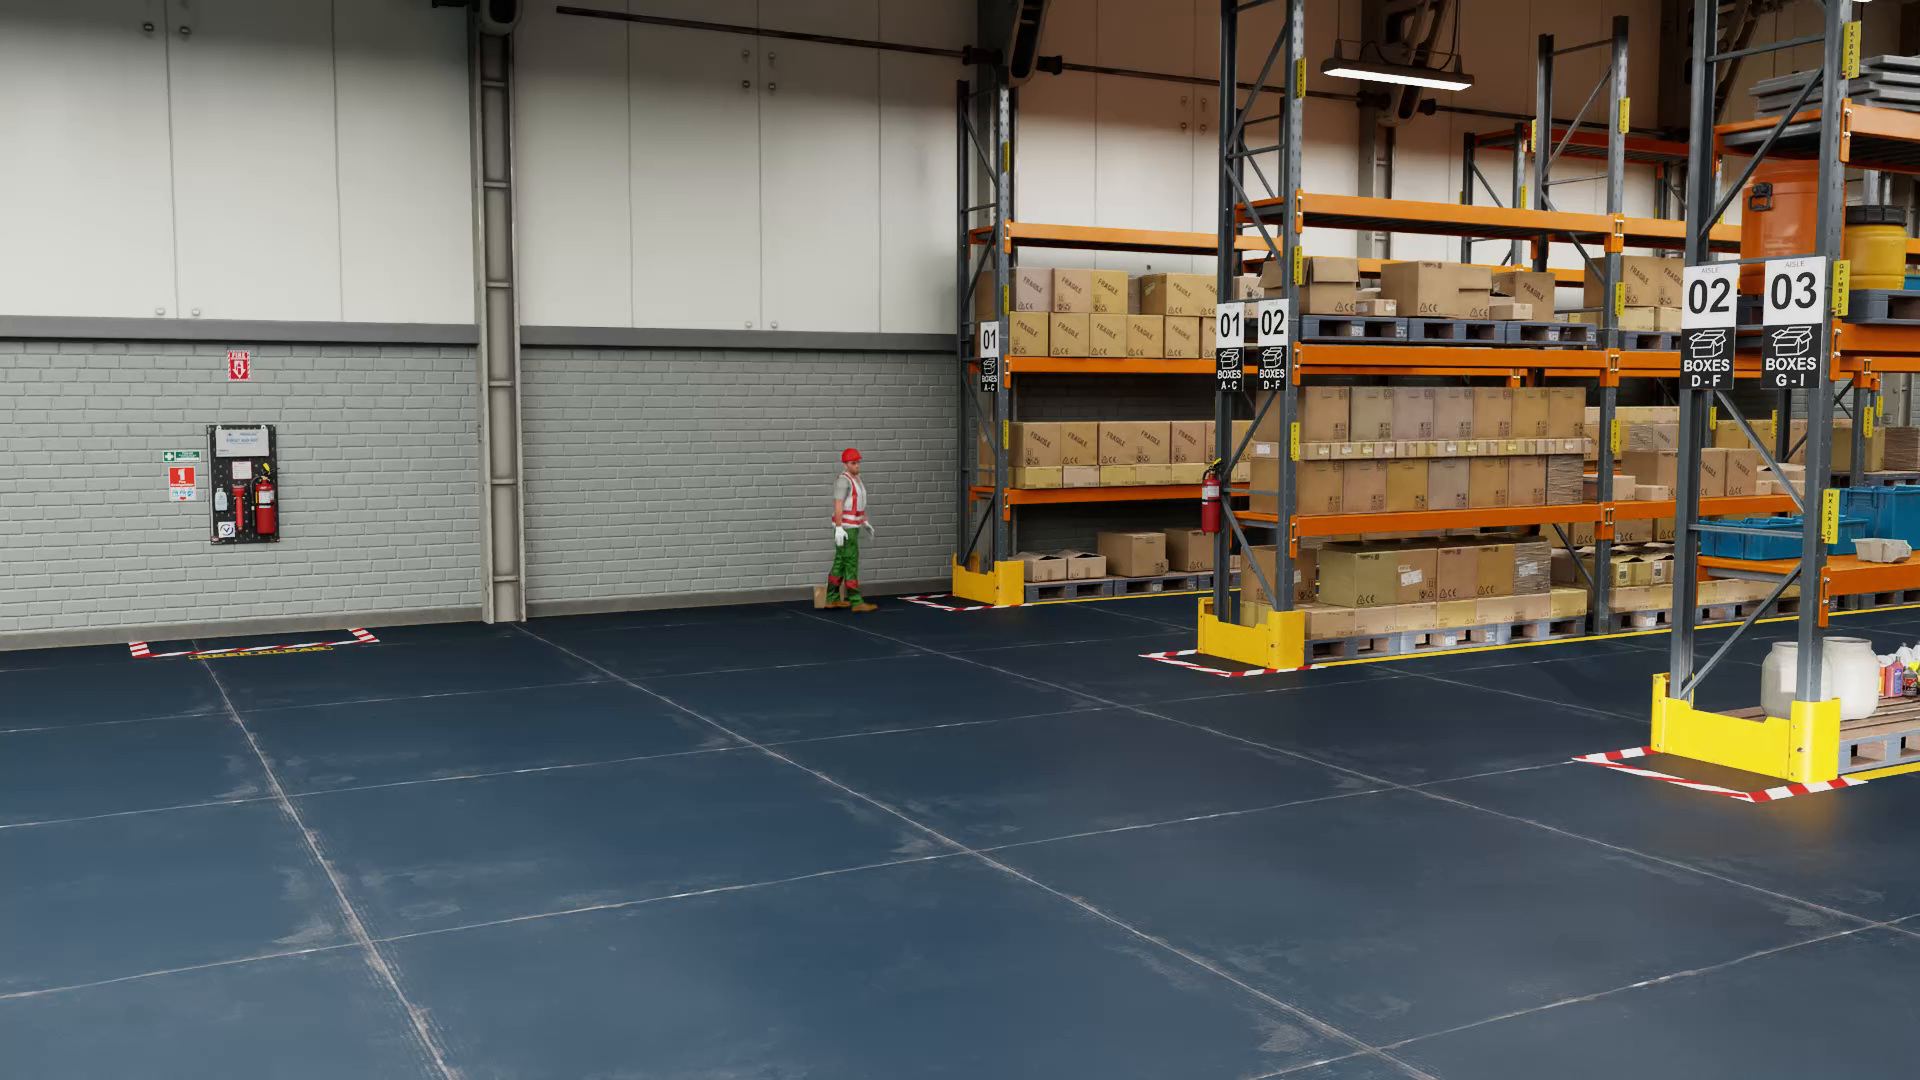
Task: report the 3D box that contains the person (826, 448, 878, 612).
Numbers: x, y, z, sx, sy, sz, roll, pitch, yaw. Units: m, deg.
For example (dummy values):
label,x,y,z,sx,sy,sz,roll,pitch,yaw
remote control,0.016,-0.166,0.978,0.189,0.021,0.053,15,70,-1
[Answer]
label,x,y,z,sx,sy,sz,roll,pitch,yaw
person,-1.181,-0.111,18.143,0.655,1.783,0.614,1,5,12
